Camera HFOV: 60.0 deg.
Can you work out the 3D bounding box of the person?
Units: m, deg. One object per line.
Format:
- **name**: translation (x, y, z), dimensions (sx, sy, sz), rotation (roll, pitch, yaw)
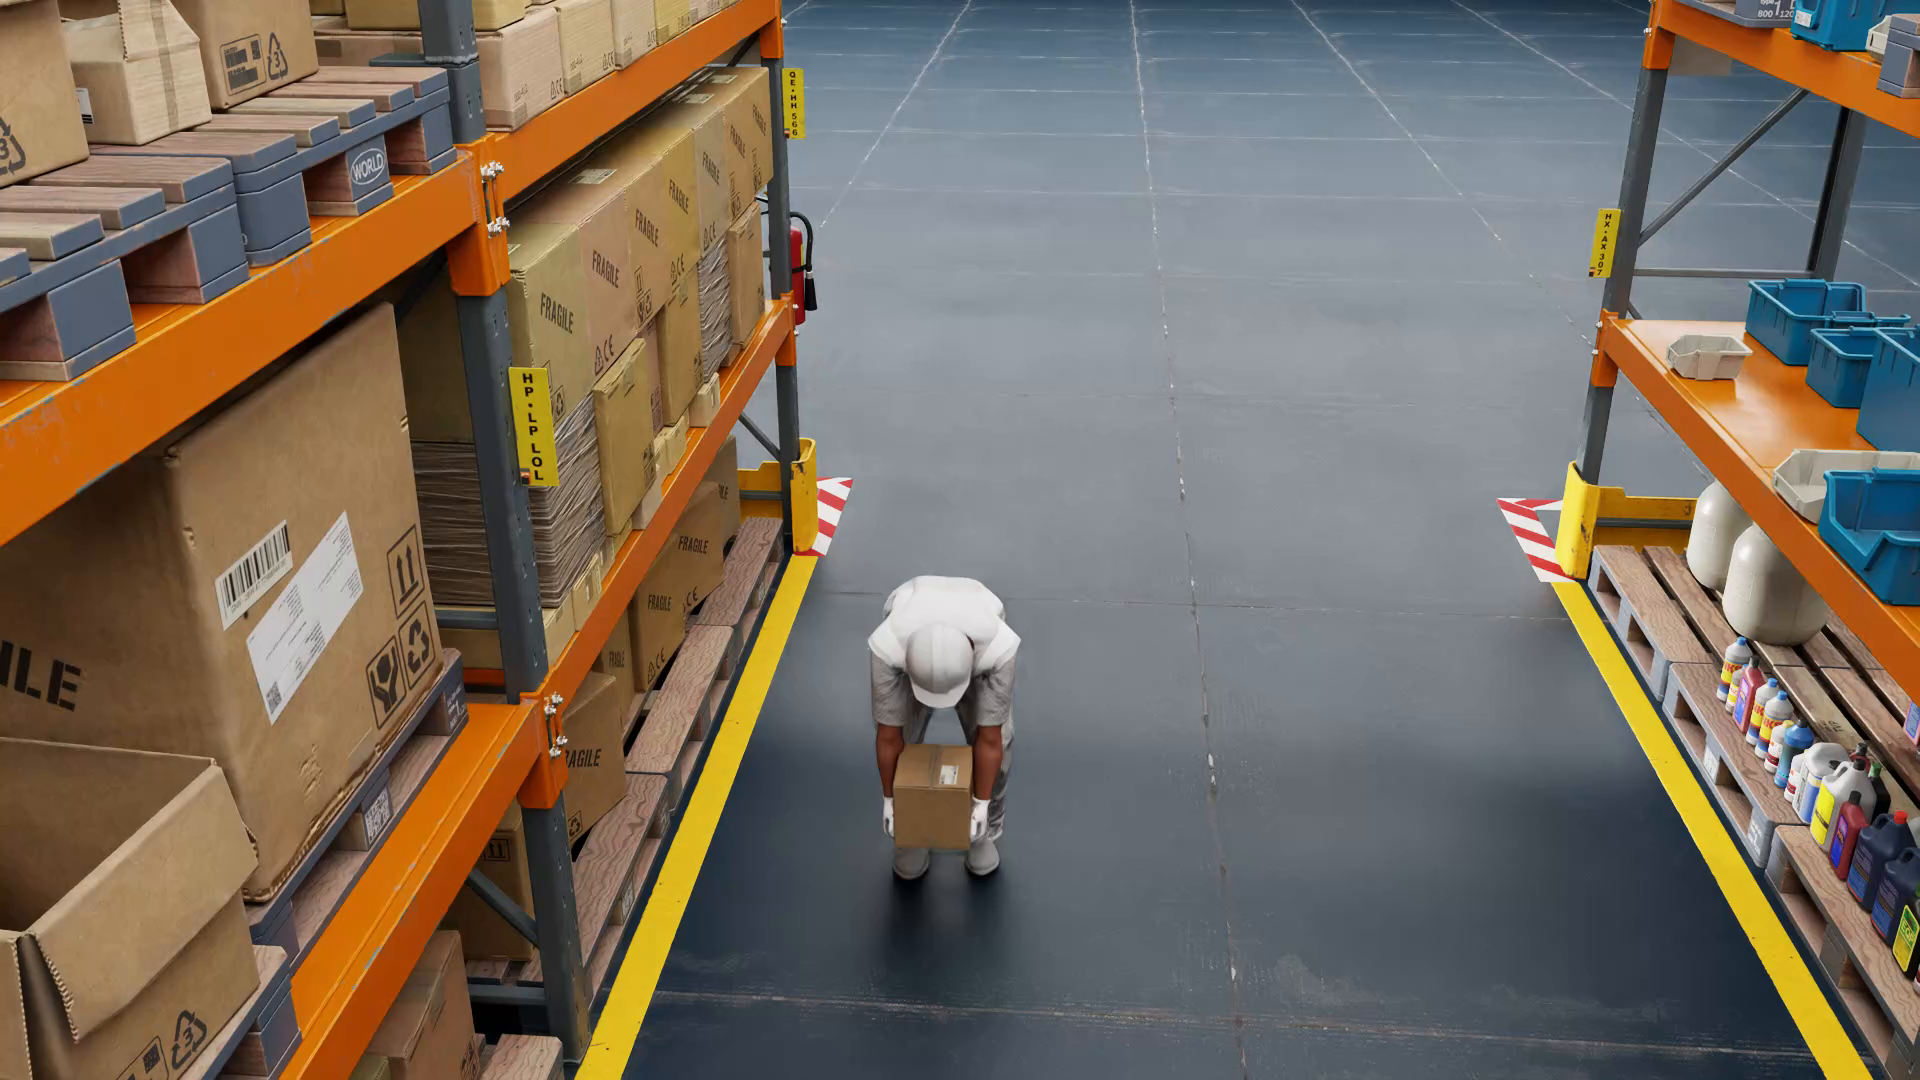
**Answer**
- **person**: translation (-0.049, 0.677, 5.738), dimensions (0.504, 1.239, 0.953), rotation (1, 24, 2)
